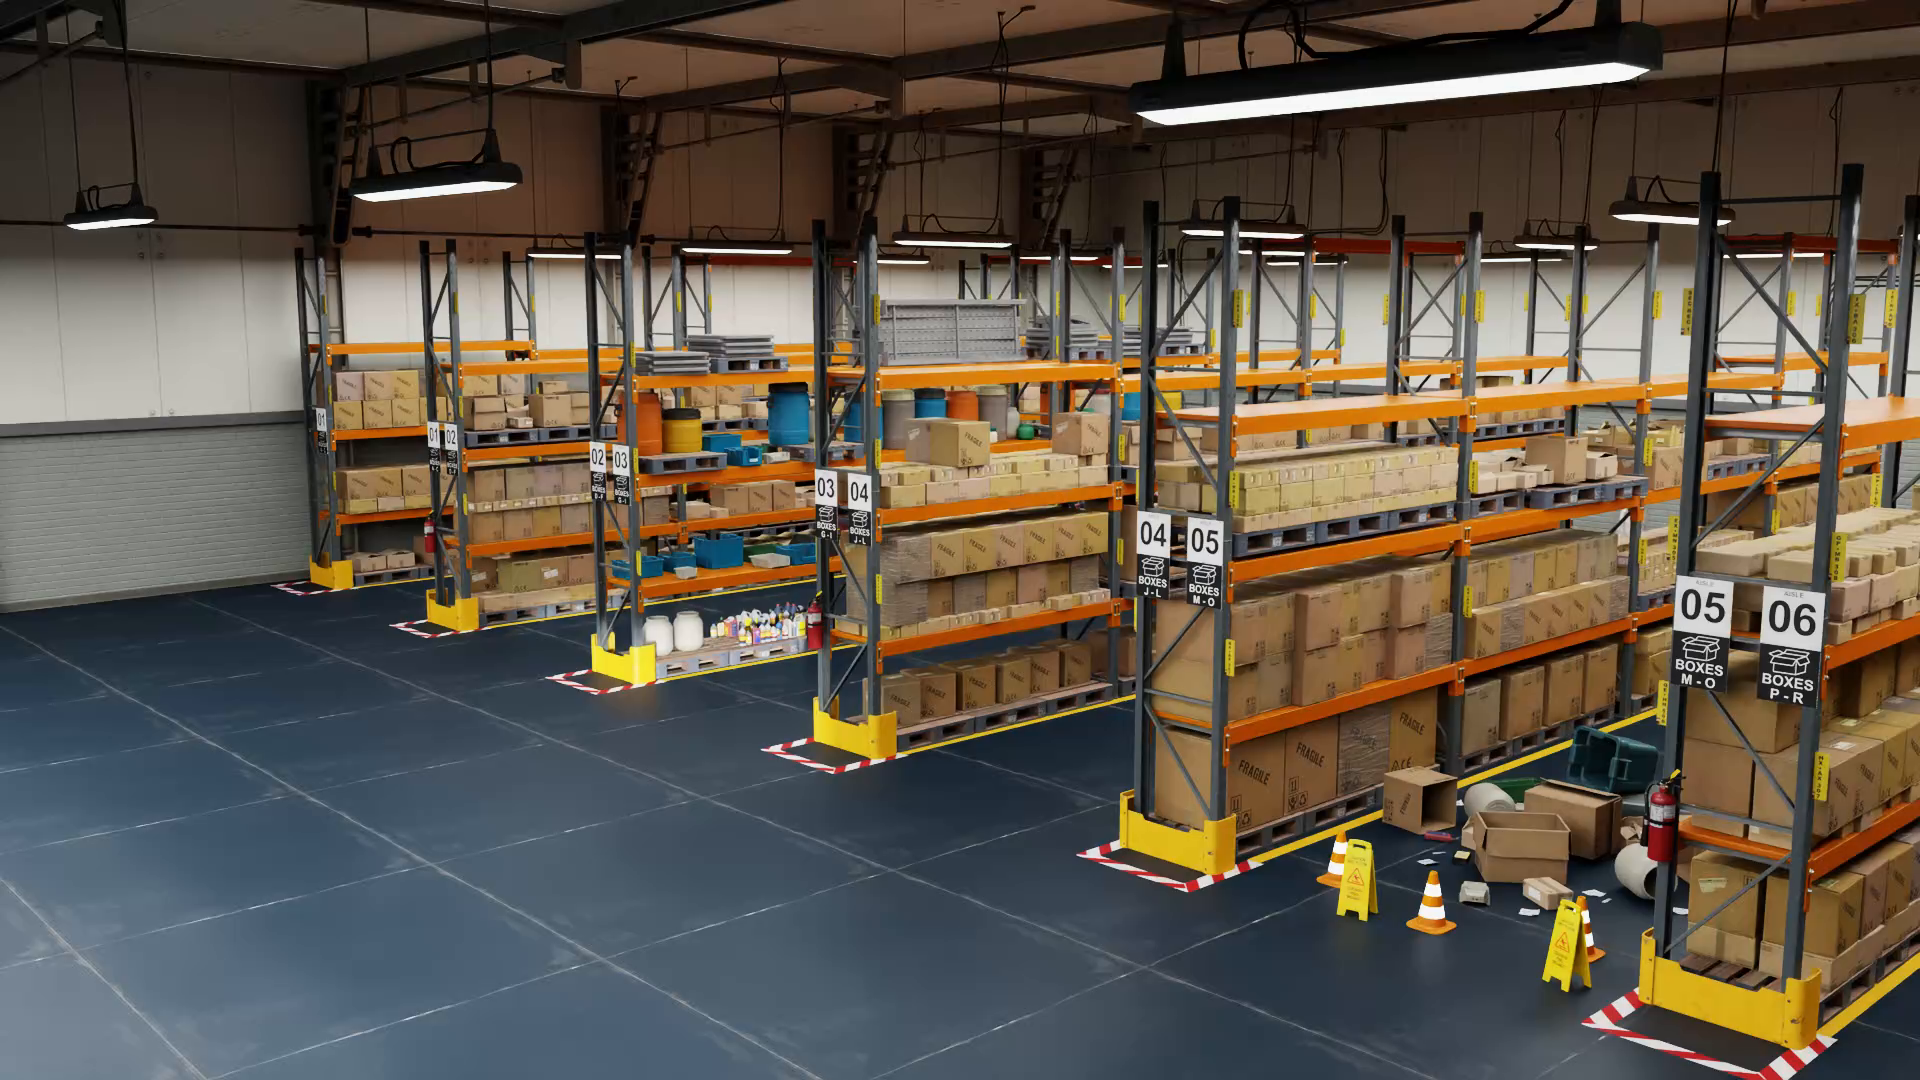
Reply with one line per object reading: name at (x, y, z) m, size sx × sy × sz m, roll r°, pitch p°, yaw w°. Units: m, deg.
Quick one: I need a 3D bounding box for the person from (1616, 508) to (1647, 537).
person at (11.814, 0.005, 29.280) m, size 0.575 × 1.772 × 0.401 m, roll 8°, pitch 11°, yaw 42°

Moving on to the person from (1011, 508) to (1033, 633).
person at (0.910, 0.434, 24.186) m, size 0.370 × 1.795 × 0.574 m, roll 3°, pitch 9°, yaw 21°
